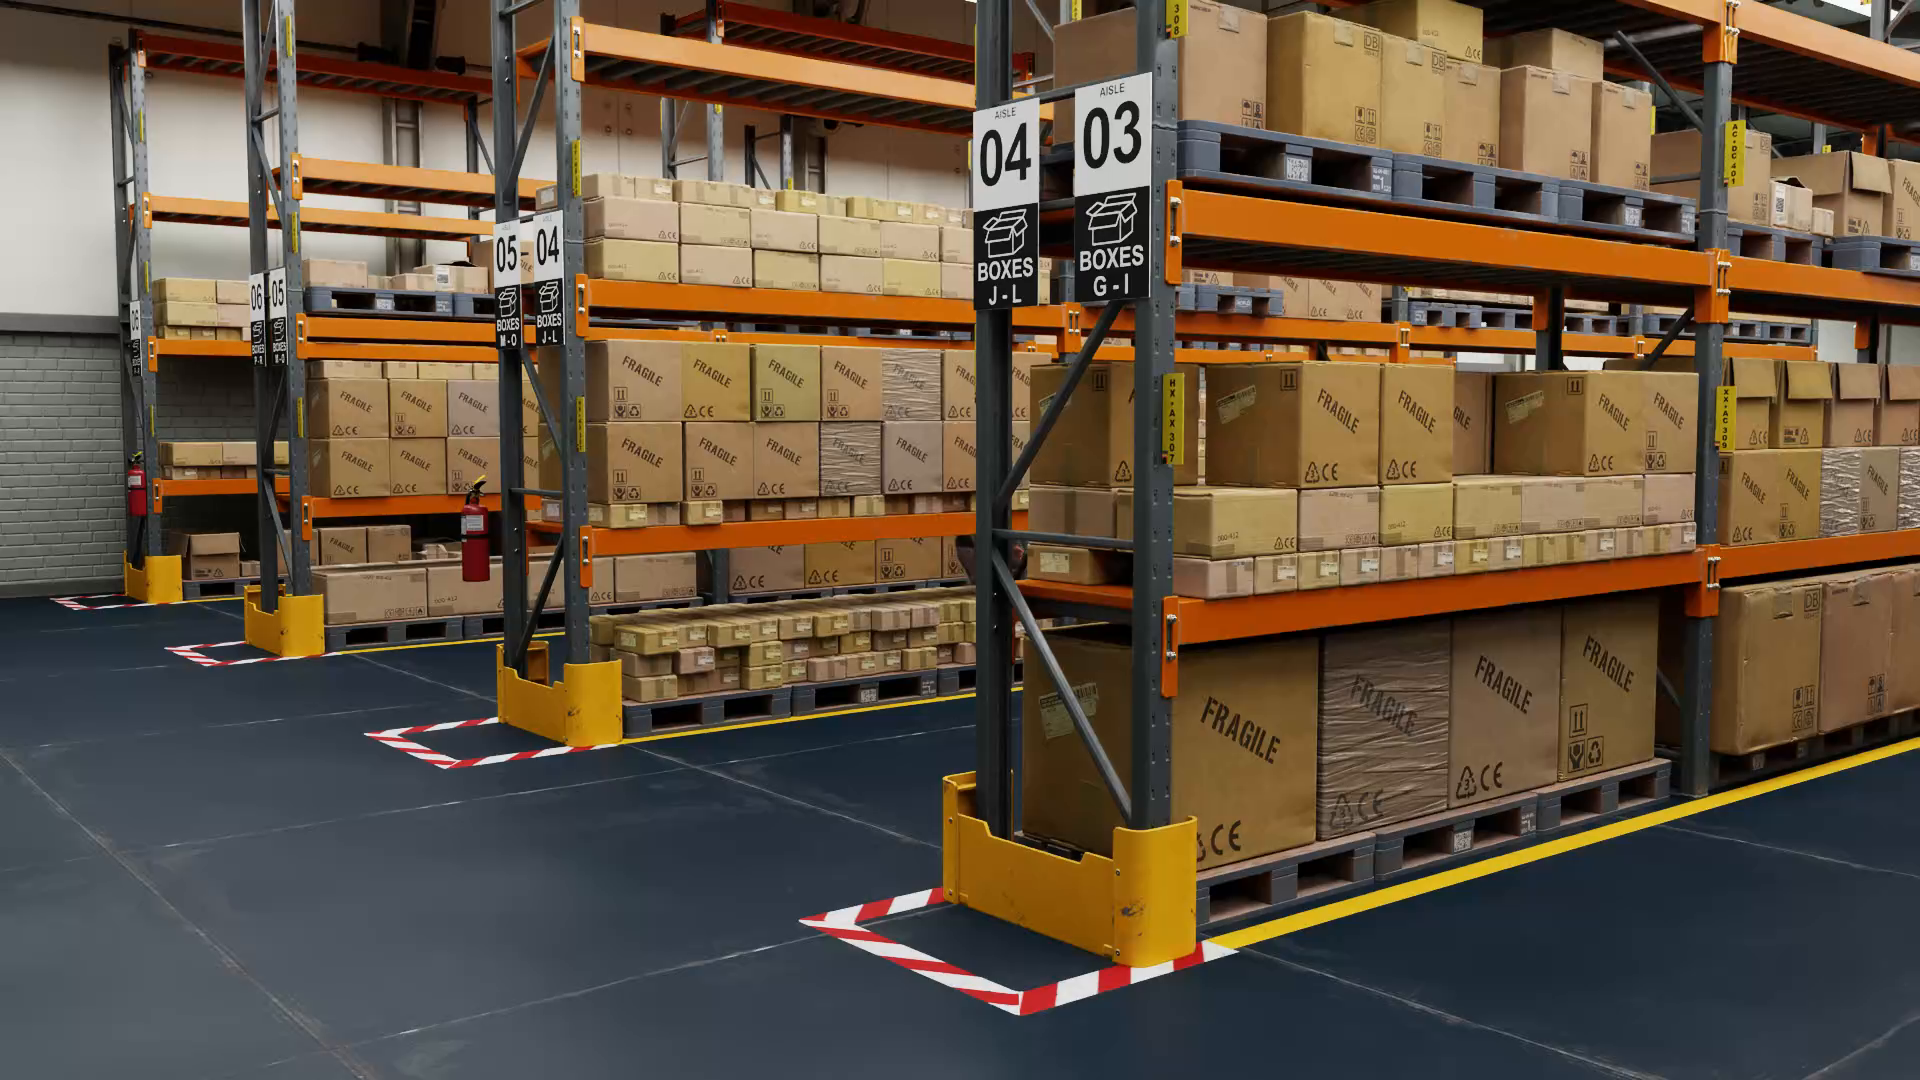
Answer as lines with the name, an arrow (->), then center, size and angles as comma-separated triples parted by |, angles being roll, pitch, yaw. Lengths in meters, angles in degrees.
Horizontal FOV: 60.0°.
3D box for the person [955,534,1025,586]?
person -> 0.272, 0.093, 15.200 | 0.586, 1.538, 0.602 | -3, 5, -38
